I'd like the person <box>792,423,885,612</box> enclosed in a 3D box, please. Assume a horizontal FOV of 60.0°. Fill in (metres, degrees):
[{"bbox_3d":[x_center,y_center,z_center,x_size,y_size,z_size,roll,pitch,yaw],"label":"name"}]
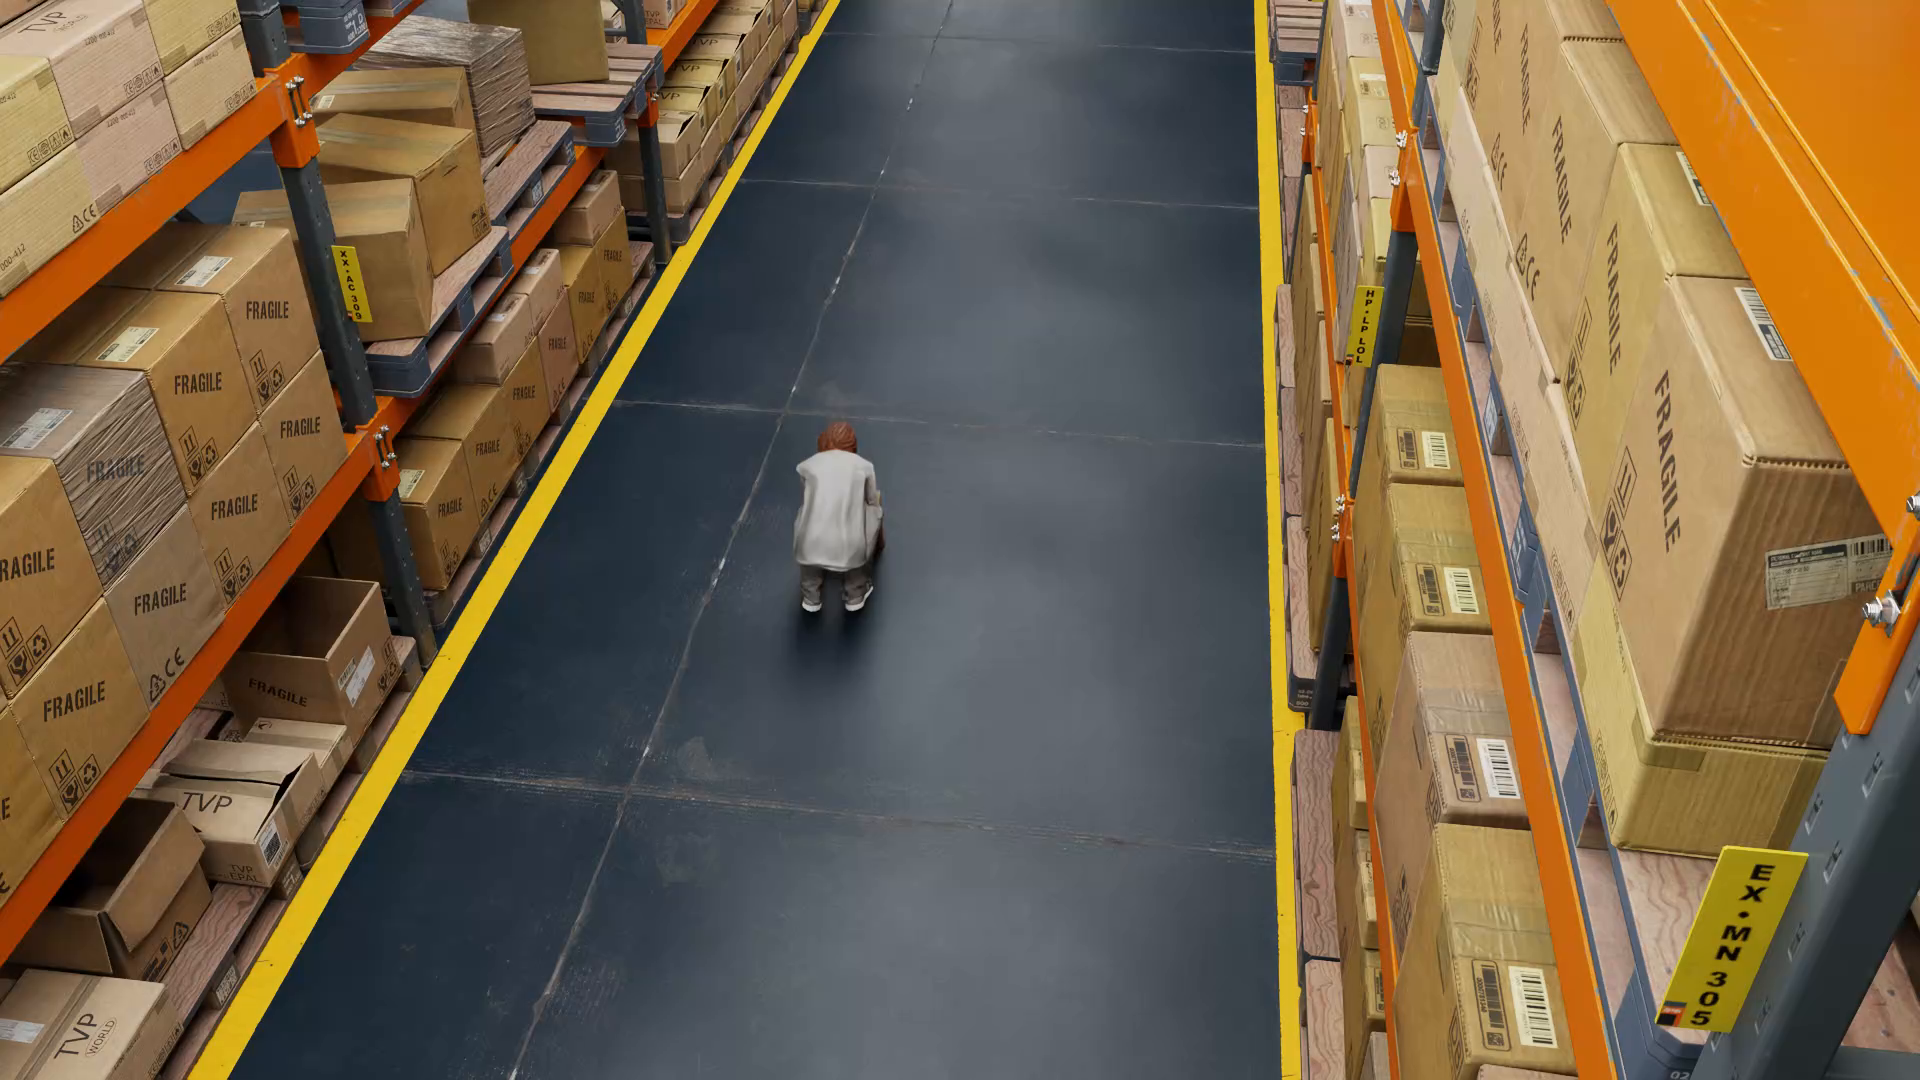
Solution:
[{"bbox_3d":[-0.581,-0.058,7.918,0.424,0.746,0.844,4,37,5],"label":"person"}]
